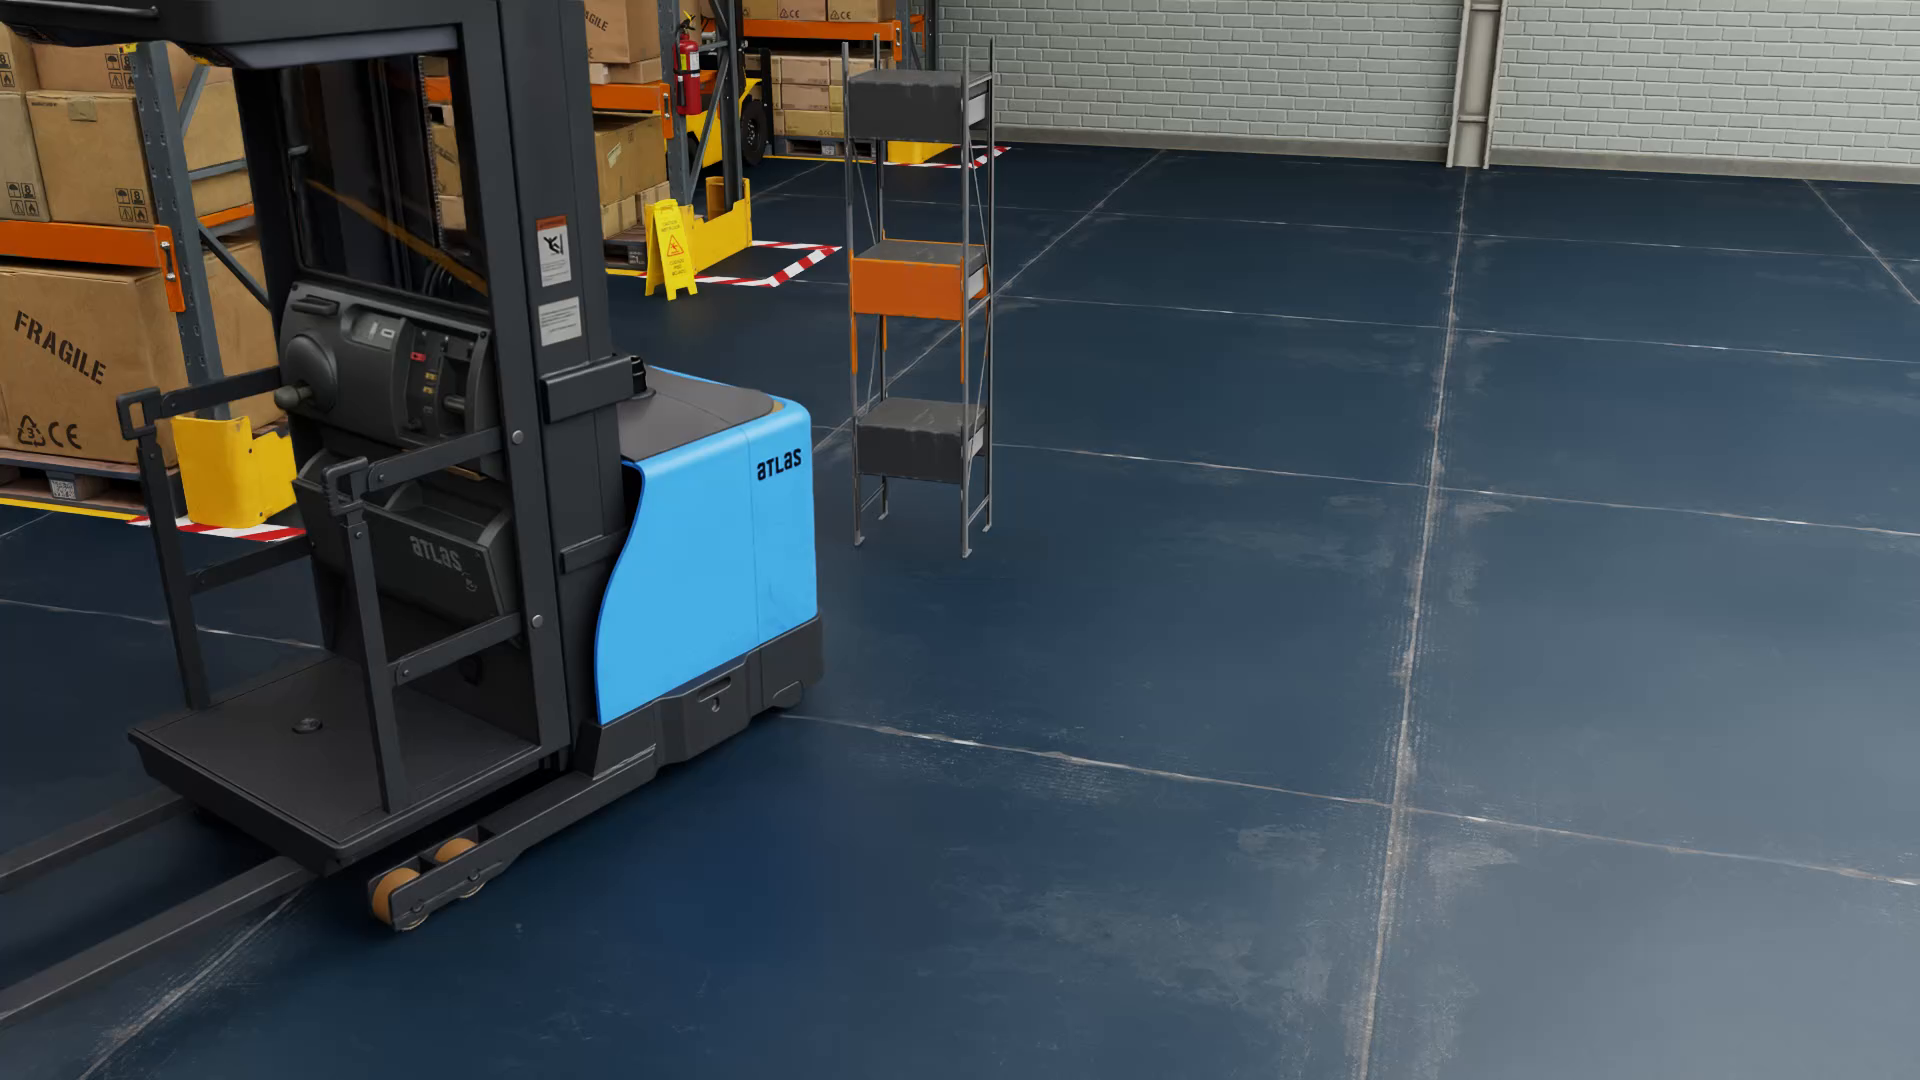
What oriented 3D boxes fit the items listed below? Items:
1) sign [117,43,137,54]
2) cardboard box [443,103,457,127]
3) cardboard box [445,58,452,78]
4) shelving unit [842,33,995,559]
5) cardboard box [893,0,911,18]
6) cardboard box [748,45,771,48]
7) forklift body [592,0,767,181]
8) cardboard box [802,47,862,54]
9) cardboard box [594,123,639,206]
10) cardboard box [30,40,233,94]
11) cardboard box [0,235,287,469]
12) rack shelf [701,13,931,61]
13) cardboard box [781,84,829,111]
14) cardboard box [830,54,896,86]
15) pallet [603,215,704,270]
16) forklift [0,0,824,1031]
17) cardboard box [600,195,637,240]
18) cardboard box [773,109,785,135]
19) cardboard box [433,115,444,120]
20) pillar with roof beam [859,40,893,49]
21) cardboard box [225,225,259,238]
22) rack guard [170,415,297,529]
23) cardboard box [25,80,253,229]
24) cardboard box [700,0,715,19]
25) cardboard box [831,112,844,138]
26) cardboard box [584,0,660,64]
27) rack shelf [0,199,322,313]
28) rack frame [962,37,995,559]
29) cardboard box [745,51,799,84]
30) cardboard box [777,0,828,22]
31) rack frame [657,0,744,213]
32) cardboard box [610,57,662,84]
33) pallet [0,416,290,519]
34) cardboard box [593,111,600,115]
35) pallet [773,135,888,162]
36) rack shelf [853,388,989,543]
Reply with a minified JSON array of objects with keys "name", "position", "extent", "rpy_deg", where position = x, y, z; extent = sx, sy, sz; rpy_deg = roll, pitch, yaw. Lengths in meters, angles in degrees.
[{"name":"sign","position":[-3.348,-2.114,6.633],"extent":[0.005,0.325,0.100],"rpy_deg":[7,23,16]},{"name":"cardboard box","position":[-3.549,-3.110,12.127],"extent":[0.250,0.149,0.380],"rpy_deg":[8,23,18]},{"name":"cardboard box","position":[-3.509,-3.436,12.024],"extent":[0.250,0.149,0.380],"rpy_deg":[6,23,15]},{"name":"shelving unit","position":[-0.158,-0.990,6.916],"extent":[0.503,2.100,0.431],"rpy_deg":[7,23,16]},{"name":"cardboard box","position":[-0.808,-5.479,16.543],"extent":[0.500,0.500,0.500],"rpy_deg":[7,23,17]},{"name":"cardboard box","position":[-2.264,-4.955,17.149],"extent":[0.500,0.250,0.500],"rpy_deg":[6,23,14]},{"name":"forklift body","position":[-2.757,-4.430,15.236],"extent":[1.214,2.155,2.313],"rpy_deg":[7,23,16]},{"name":"cardboard box","position":[-1.299,-4.837,16.863],"extent":[0.500,0.250,0.500],"rpy_deg":[7,23,16]},{"name":"cardboard box","position":[-2.687,-2.736,12.069],"extent":[0.500,0.500,0.500],"rpy_deg":[7,23,16]},{"name":"cardboard box","position":[-3.522,-2.288,7.275],"extent":[0.550,0.550,0.875],"rpy_deg":[7,23,16]},{"name":"cardboard box","position":[-3.846,-0.926,7.821],"extent":[0.875,0.875,0.875],"rpy_deg":[7,23,16]},{"name":"rack shelf","position":[-2.329,-5.164,16.855],"extent":[4.000,0.370,1.077],"rpy_deg":[7,23,16]},{"name":"cardboard box","position":[-1.448,-4.430,16.528],"extent":[0.500,0.250,0.500],"rpy_deg":[6,23,15]},{"name":"cardboard box","position":[-0.945,-4.600,16.283],"extent":[0.500,0.250,0.500],"rpy_deg":[7,23,17]},{"name":"pallet","position":[-2.685,-2.294,12.584],"extent":[1.213,0.211,1.003],"rpy_deg":[7,23,16]},{"name":"forklift","position":[-1.774,-0.483,4.585],"extent":[1.130,2.935,3.031],"rpy_deg":[16,27,34]},{"name":"cardboard box","position":[-2.719,-2.390,12.213],"extent":[0.500,0.250,0.500],"rpy_deg":[6,23,15]},{"name":"cardboard box","position":[-1.905,-4.253,16.755],"extent":[0.500,0.250,0.500],"rpy_deg":[7,23,16]},{"name":"cardboard box","position":[-4.175,-2.907,12.486],"extent":[0.500,0.500,0.500],"rpy_deg":[8,24,18]},{"name":"pillar with roof beam","position":[-2.064,-6.893,12.217],"extent":[0.400,9.000,9.100],"rpy_deg":[7,23,16]},{"name":"cardboard box","position":[-5.041,-2.145,11.838],"extent":[0.500,0.500,0.500],"rpy_deg":[-14,26,-30]},{"name":"rack guard","position":[-3.155,-0.505,7.843],"extent":[0.348,0.500,1.175],"rpy_deg":[7,23,16]},{"name":"cardboard box","position":[-3.546,-1.758,7.406],"extent":[0.550,0.550,0.875],"rpy_deg":[7,23,16]},{"name":"cardboard box","position":[-2.431,-5.450,16.472],"extent":[0.500,0.500,0.500],"rpy_deg":[7,23,16]},{"name":"cardboard box","position":[-0.955,-4.137,16.472],"extent":[0.500,0.250,0.500],"rpy_deg":[7,23,16]},{"name":"cardboard box","position":[-2.444,-3.617,11.612],"extent":[0.500,0.500,0.500],"rpy_deg":[6,23,15]},{"name":"rack shelf","position":[-5.092,-1.551,8.046],"extent":[4.000,0.370,1.077],"rpy_deg":[7,23,16]},{"name":"rack frame","position":[0.075,-0.963,6.851],"extent":[0.015,2.100,0.400],"rpy_deg":[7,23,16]},{"name":"cardboard box","position":[-1.922,-4.705,16.541],"extent":[0.500,0.250,0.500],"rpy_deg":[7,23,16]},{"name":"cardboard box","position":[-1.455,-5.343,16.211],"extent":[0.500,0.500,0.500],"rpy_deg":[7,23,17]},{"name":"rack frame","position":[-1.845,-3.474,11.786],"extent":[0.127,3.000,1.000],"rpy_deg":[7,23,16]},{"name":"cardboard box","position":[-2.264,-3.321,11.745],"extent":[0.250,0.149,0.380],"rpy_deg":[7,23,17]},{"name":"pallet","position":[-3.966,-0.433,8.049],"extent":[1.213,0.211,1.003],"rpy_deg":[7,23,15]},{"name":"cardboard box","position":[-3.062,-2.990,12.689],"extent":[0.500,0.500,0.500],"rpy_deg":[6,23,14]},{"name":"pallet","position":[-1.159,-4.056,16.881],"extent":[1.213,0.211,1.003],"rpy_deg":[7,23,16]},{"name":"rack shelf","position":[-0.158,-0.329,7.187],"extent":[0.480,0.518,0.431],"rpy_deg":[7,23,16]}]
